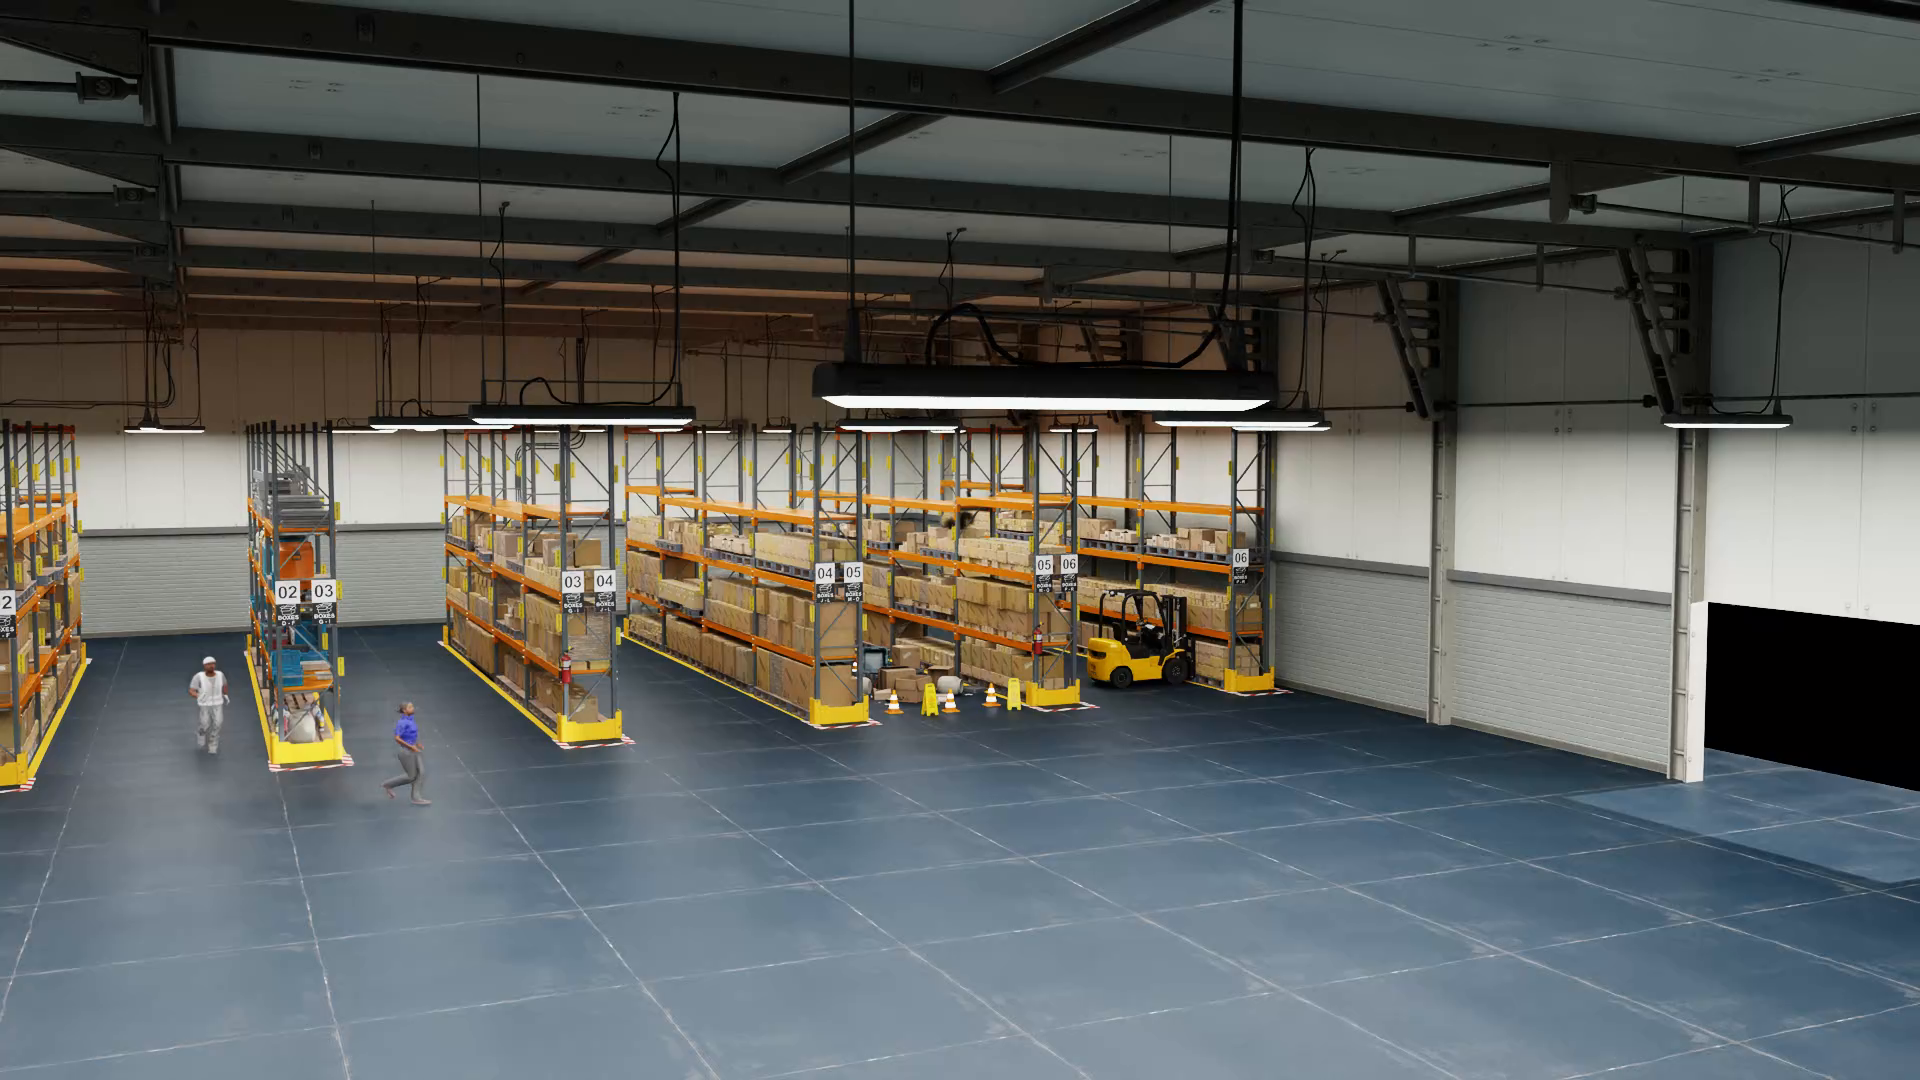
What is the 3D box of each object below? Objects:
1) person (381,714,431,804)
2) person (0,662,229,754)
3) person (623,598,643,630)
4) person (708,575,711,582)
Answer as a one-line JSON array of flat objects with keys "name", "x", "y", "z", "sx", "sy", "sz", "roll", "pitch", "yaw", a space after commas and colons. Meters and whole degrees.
[{"name": "person", "x": -8.584, "y": 3.398, "z": 25.780, "sx": 0.727, "sy": 1.414, "sz": 0.554, "roll": 0, "pitch": 4, "yaw": -2}, {"name": "person", "x": -14.761, "y": 2.940, "z": 28.971, "sx": 3.894, "sy": 1.940, "sz": 0.693, "roll": -3, "pitch": 5, "yaw": -41}, {"name": "person", "x": -9.496, "y": 1.847, "z": 49.098, "sx": 0.856, "sy": 1.643, "sz": 0.641, "roll": -2, "pitch": 4, "yaw": -23}, {"name": "person", "x": -7.251, "y": 1.818, "z": 47.842, "sx": 0.657, "sy": 1.640, "sz": 0.815, "roll": -3, "pitch": 4, "yaw": -38}]
